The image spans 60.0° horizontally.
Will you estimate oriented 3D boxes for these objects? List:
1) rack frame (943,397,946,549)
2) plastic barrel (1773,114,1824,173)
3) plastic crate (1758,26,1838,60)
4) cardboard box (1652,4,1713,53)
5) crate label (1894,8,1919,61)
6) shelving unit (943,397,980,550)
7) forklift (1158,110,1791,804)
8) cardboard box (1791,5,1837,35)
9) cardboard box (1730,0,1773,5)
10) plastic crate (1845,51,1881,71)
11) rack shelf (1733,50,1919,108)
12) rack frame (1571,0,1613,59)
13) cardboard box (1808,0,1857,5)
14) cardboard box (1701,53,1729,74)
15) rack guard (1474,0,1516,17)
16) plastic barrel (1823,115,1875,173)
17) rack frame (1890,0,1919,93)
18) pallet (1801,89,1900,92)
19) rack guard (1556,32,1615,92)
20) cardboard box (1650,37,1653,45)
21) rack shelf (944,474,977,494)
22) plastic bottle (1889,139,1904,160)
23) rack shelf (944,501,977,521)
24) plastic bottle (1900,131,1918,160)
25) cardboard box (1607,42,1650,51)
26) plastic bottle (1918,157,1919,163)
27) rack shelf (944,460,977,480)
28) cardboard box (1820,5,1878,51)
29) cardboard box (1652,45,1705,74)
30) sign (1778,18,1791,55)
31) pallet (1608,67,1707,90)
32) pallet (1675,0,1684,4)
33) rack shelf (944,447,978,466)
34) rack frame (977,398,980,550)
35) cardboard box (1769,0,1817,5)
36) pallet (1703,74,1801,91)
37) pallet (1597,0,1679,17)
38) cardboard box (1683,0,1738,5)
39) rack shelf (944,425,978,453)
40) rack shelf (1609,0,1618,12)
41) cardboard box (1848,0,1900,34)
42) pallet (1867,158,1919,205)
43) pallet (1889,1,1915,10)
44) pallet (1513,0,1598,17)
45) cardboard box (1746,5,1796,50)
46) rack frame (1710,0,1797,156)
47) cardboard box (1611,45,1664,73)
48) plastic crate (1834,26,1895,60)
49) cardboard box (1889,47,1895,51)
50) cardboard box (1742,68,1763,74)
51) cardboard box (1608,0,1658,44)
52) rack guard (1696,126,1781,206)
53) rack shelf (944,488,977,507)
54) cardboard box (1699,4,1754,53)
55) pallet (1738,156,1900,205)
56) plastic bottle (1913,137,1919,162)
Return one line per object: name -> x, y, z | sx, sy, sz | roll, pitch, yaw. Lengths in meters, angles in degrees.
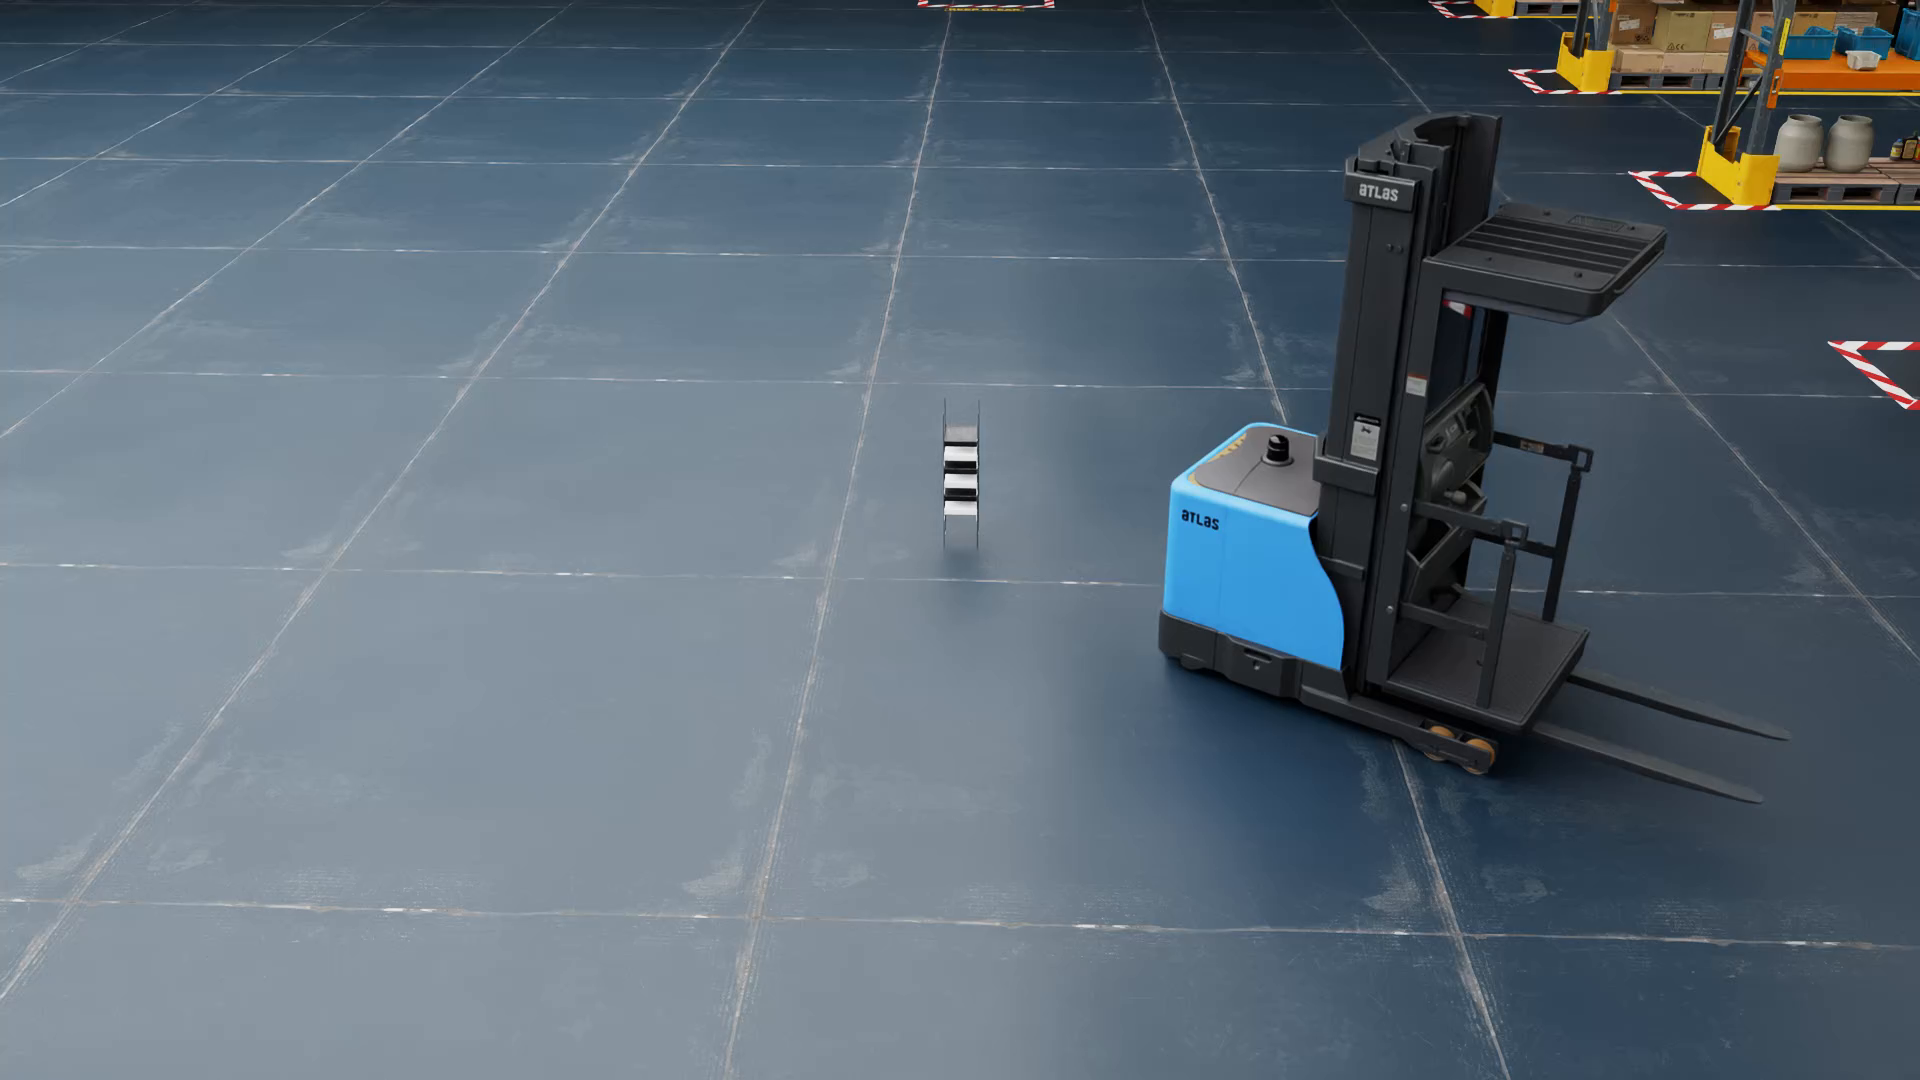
rack frame -> -0.093, -0.399, 10.042 | 0.006, 0.900, 0.240 | 1, 28, 2
plastic barrel -> 8.487, -4.011, 16.821 | 0.421, 0.512, 0.421 | 0, 28, 0
plastic crate -> 8.337, -4.966, 16.573 | 0.616, 0.251, 0.499 | 1, 28, 2
cardboard box -> 9.033, -6.400, 20.807 | 0.500, 0.500, 0.500 | 1, 28, 2
crate label -> 9.676, -5.011, 16.463 | 0.616, 0.435, 0.502 | 1, 28, 2
shelving unit -> 0.008, -0.397, 10.039 | 0.210, 0.900, 0.258 | 1, 28, 2
forklift -> 2.572, -0.439, 7.948 | 3.031, 2.935, 1.130 | 18, 33, 30
cardboard box -> 10.532, -6.379, 20.768 | 0.500, 0.500, 0.500 | 1, 28, 2
cardboard box -> 10.051, -6.632, 21.245 | 0.500, 0.500, 0.500 | 1, 28, 2
plastic crate -> 8.710, -4.618, 16.040 | 0.250, 0.136, 0.298 | 1, 28, 2
rack shelf -> 9.825, -4.549, 16.396 | 4.000, 0.370, 1.077 | 1, 28, 2
rack frame -> 8.005, -7.218, 20.664 | 0.127, 3.000, 1.000 | 1, 28, 2
cardboard box -> 11.050, -6.613, 21.208 | 0.500, 0.500, 0.500 | 1, 28, 2
cardboard box -> 9.533, -6.061, 20.968 | 0.500, 0.250, 0.500 | 1, 28, 2
rack guard -> 8.252, -8.431, 25.621 | 0.348, 0.500, 1.175 | 1, 28, 2
plastic barrel -> 8.988, -4.002, 16.806 | 0.421, 0.512, 0.421 | 0, 28, 0
rack frame -> 12.003, -7.152, 20.539 | 0.127, 3.000, 1.000 | 1, 28, 2
pallet -> 11.209, -5.953, 21.254 | 1.213, 0.211, 1.003 | 1, 28, 2
rack guard -> 7.981, -6.114, 21.250 | 0.348, 0.500, 1.175 | 1, 28, 2
cardboard box -> 9.052, -6.315, 21.448 | 0.500, 0.250, 0.500 | 1, 28, 2
rack shelf -> 0.008, -0.368, 10.055 | 0.200, 0.077, 0.258 | 1, 28, 2
plastic bottle -> 9.678, -4.032, 17.172 | 0.097, 0.201, 0.097 | 0, 28, 0
rack shelf -> 0.008, -0.209, 10.139 | 0.200, 0.077, 0.258 | 1, 28, 2
plastic bottle -> 9.795, -4.075, 17.165 | 0.133, 0.283, 0.061 | 2, 28, 3
cardboard box -> 8.552, -6.318, 21.453 | 0.500, 0.250, 0.500 | 1, 28, 2
plastic bottle -> 9.925, -4.002, 17.027 | 0.133, 0.283, 0.061 | 1, 28, 2
rack shelf -> 0.008, -0.448, 10.012 | 0.200, 0.077, 0.258 | 1, 28, 2
cardboard box -> 11.032, -6.373, 20.756 | 0.500, 0.500, 0.500 | 1, 28, 2
cardboard box -> 9.033, -6.069, 20.984 | 0.500, 0.250, 0.500 | 1, 28, 2
sign -> 7.803, -4.764, 15.740 | 0.005, 0.325, 0.100 | 1, 28, 2
pallet -> 8.771, -5.993, 21.330 | 1.213, 0.211, 1.003 | 1, 28, 2
pallet -> 11.501, -8.233, 25.556 | 1.213, 0.211, 1.003 | 1, 28, 2
rack shelf -> 0.008, -0.527, 9.970 | 0.200, 0.077, 0.258 | 1, 28, 2
rack frame -> 0.110, -0.396, 10.036 | 0.006, 0.900, 0.240 | 1, 28, 2
cardboard box -> 10.551, -6.625, 21.231 | 0.500, 0.500, 0.500 | 1, 28, 2
pallet -> 9.987, -5.972, 21.289 | 1.213, 0.211, 1.003 | 1, 28, 2
pallet -> 10.279, -8.252, 25.591 | 1.213, 0.211, 1.003 | 1, 28, 2
cardboard box -> 9.552, -6.641, 21.261 | 0.500, 0.500, 0.500 | 1, 28, 2
rack shelf -> 0.008, -0.607, 9.928 | 0.200, 0.077, 0.258 | 1, 28, 2
rack shelf -> 10.004, -6.867, 20.770 | 4.000, 0.370, 1.077 | 1, 28, 2
cardboard box -> 11.550, -6.608, 21.200 | 0.500, 0.500, 0.500 | 1, 28, 2
pallet -> 9.932, -3.651, 16.912 | 1.213, 0.211, 1.003 | 1, 28, 2
pallet -> 14.174, -8.208, 25.508 | 1.213, 0.211, 1.003 | 1, 28, 2
pallet -> 9.063, -8.273, 25.632 | 1.213, 0.211, 1.003 | 1, 28, 2
cardboard box -> 10.032, -6.381, 20.771 | 0.500, 0.500, 0.500 | 1, 28, 2
rack frame -> 7.827, -4.900, 16.290 | 0.127, 3.000, 1.000 | 1, 28, 2
cardboard box -> 8.533, -6.076, 20.996 | 0.500, 0.250, 0.500 | 1, 28, 2
plastic crate -> 8.986, -4.952, 16.548 | 0.408, 0.251, 0.499 | 1, 28, 2
cardboard box -> 11.532, -6.028, 20.906 | 0.500, 0.250, 0.500 | 1, 28, 2
cardboard box -> 10.032, -6.050, 20.948 | 0.500, 0.250, 0.500 | 1, 28, 2
cardboard box -> 8.552, -6.650, 21.280 | 0.500, 0.500, 0.500 | 1, 28, 2
rack guard -> 7.904, -3.816, 16.915 | 0.348, 0.500, 1.175 | 1, 28, 2
rack shelf -> 0.008, -0.288, 10.097 | 0.200, 0.077, 0.258 | 1, 28, 2
cardboard box -> 9.533, -6.397, 20.802 | 0.500, 0.500, 0.500 | 1, 28, 2
pallet -> 8.716, -3.672, 16.952 | 1.213, 0.211, 1.003 | 1, 28, 2
plastic bottle -> 9.928, -4.048, 17.123 | 0.135, 0.276, 0.152 | 1, 28, 2
